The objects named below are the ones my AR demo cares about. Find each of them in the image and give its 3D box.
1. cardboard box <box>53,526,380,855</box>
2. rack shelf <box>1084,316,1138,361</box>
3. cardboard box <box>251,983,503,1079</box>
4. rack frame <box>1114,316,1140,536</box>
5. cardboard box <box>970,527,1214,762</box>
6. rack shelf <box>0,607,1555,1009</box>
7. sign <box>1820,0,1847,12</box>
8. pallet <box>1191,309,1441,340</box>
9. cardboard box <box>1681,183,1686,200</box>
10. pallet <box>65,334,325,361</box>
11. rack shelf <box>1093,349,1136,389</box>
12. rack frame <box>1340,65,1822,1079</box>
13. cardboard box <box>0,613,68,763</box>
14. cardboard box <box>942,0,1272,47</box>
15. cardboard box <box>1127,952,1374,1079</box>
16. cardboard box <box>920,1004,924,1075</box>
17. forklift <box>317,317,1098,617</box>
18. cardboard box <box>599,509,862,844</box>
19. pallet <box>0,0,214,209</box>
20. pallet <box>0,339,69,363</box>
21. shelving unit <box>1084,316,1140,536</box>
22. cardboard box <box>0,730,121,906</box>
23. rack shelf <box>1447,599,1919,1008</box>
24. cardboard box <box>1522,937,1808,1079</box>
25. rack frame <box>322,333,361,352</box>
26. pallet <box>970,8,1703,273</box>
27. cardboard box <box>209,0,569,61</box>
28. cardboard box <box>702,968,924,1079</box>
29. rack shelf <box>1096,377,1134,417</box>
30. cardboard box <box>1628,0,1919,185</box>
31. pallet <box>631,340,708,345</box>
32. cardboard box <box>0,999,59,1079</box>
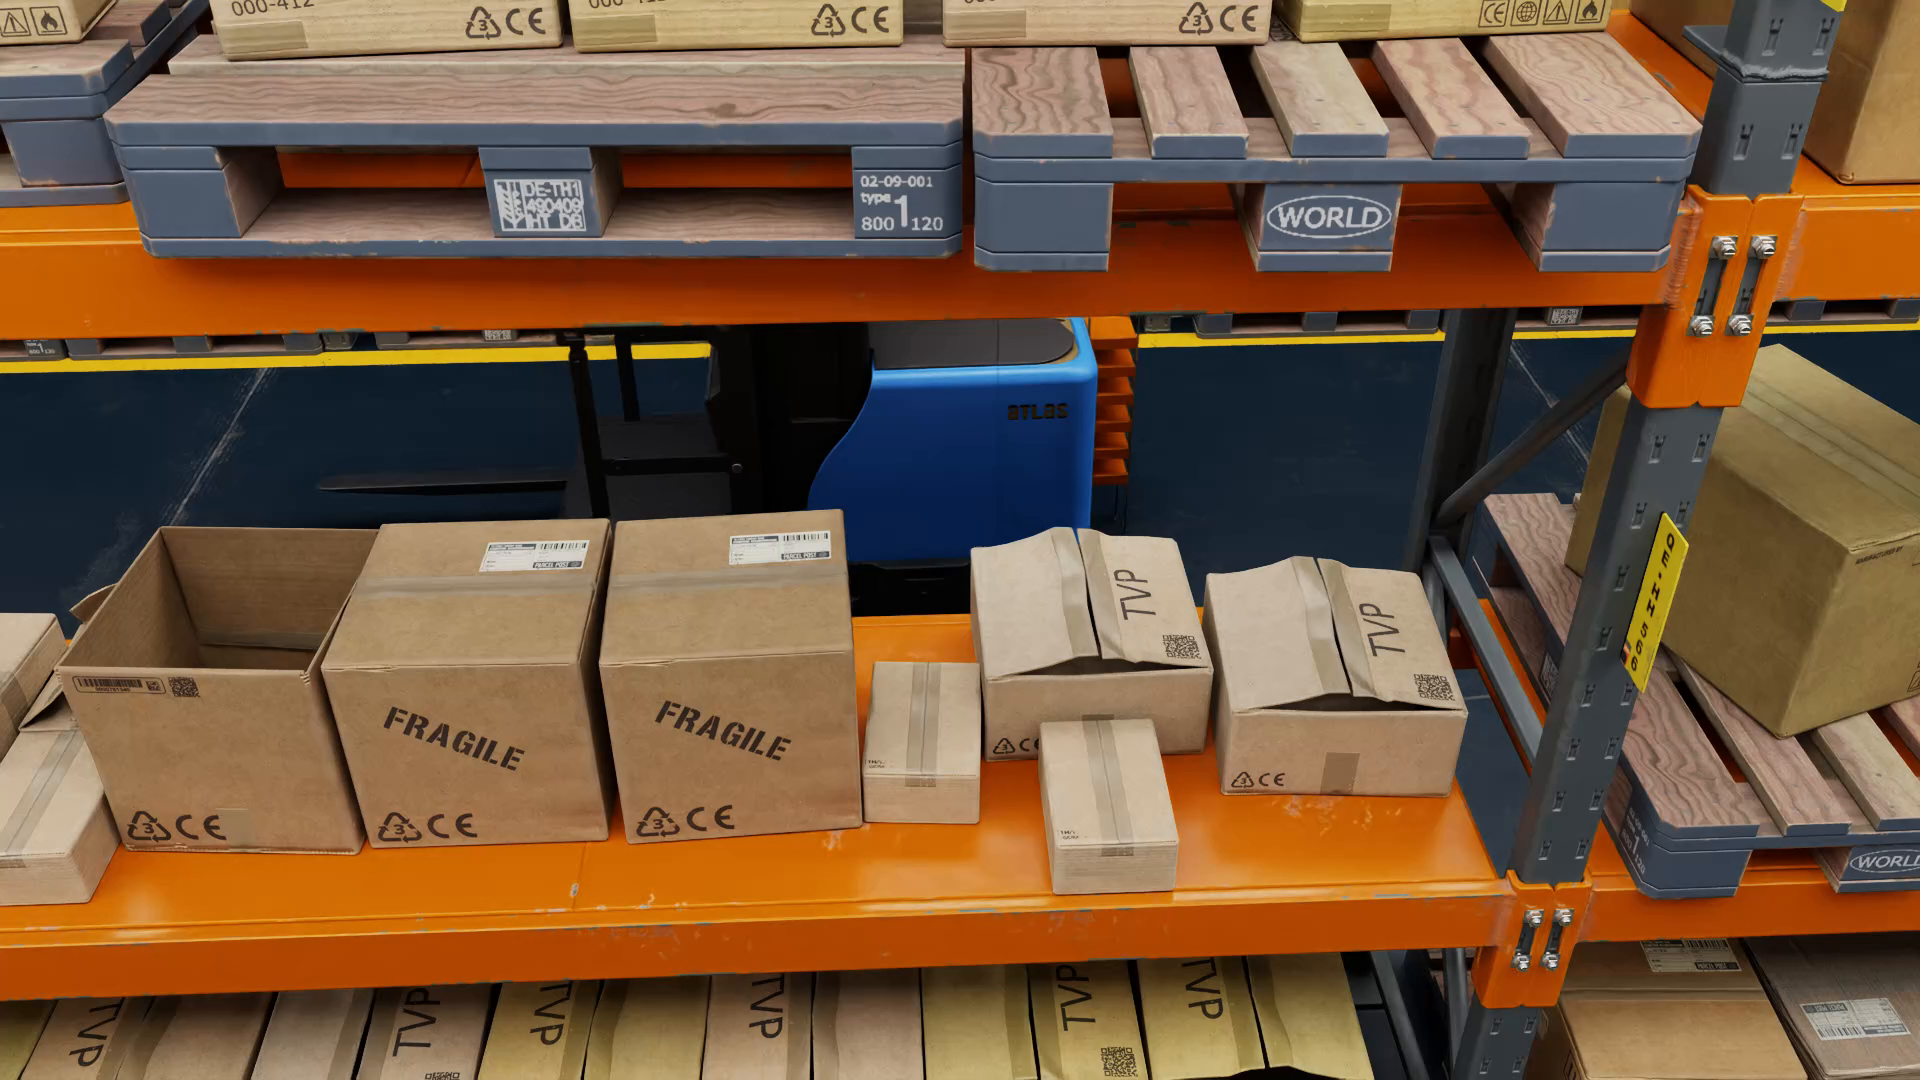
[{"bbox_3d":[-1.509,0.316,3.570,0.500,0.500,0.500,1,35,1],"label":"cardboard box"},{"bbox_3d":[0.559,-0.776,6.262,0.180,0.103,0.258,-2,35,-3],"label":"rack shelf"},{"bbox_3d":[-1.361,1.215,3.912,0.500,0.311,0.500,-3,35,-4],"label":"cardboard box"},{"bbox_3d":[0.650,-0.520,6.447,0.006,1.200,0.240,-2,35,-3],"label":"rack frame"},{"bbox_3d":[0.290,0.226,3.866,0.500,0.311,0.500,-2,35,-3],"label":"cardboard box"},{"bbox_3d":[-0.805,0.625,3.844,4.000,0.370,1.077,-2,35,-2],"label":"rack shelf"},{"bbox_3d":[1.211,-0.888,2.237,0.005,0.325,0.100,-2,35,-2],"label":"sign"},{"bbox_3d":[1.745,-1.373,8.548,1.213,0.211,1.003,-2,35,-2],"label":"pallet"},{"bbox_3d":[3.419,-1.820,8.264,0.750,0.750,0.750,-1,35,-1],"label":"cardboard box"},{"bbox_3d":[-3.710,-1.248,8.368,1.213,0.211,1.003,-2,35,-2],"label":"pallet"},{"bbox_3d":[0.559,-0.677,6.330,0.180,0.103,0.258,-2,35,-3],"label":"rack shelf"},{"bbox_3d":[1.193,0.275,3.717,0.127,3.000,1.000,-2,35,-2],"label":"rack frame"},{"bbox_3d":[-2.313,0.406,3.659,0.500,0.250,0.500,1,35,1],"label":"cardboard box"},{"bbox_3d":[0.219,-1.001,2.687,0.500,0.250,0.500,-1,35,-1],"label":"cardboard box"},{"bbox_3d":[0.681,1.156,3.998,0.500,0.311,0.500,-1,35,-1],"label":"cardboard box"},{"bbox_3d":[-0.339,1.413,4.119,0.500,0.250,0.500,-1,35,-1],"label":"cardboard box"},{"bbox_3d":[-1.046,-1.135,5.814,3.031,2.935,1.130,-2,35,-3],"label":"forklift"},{"bbox_3d":[-0.483,0.288,3.610,0.500,0.500,0.500,-3,35,-5],"label":"cardboard box"},{"bbox_3d":[-1.923,-0.803,2.807,1.217,0.209,0.805,-3,35,-4],"label":"pallet"},{"bbox_3d":[-4.932,-1.214,8.318,1.213,0.211,1.003,-2,35,-2],"label":"pallet"},{"bbox_3d":[0.559,-0.516,6.442,0.189,1.200,0.258,-2,35,-3],"label":"shelving unit"},{"bbox_3d":[-1.908,0.578,3.499,0.250,0.149,0.380,-2,35,-2],"label":"cardboard box"},{"bbox_3d":[3.190,0.517,3.999,4.000,0.370,1.077,-2,35,-2],"label":"rack shelf"},{"bbox_3d":[1.661,1.272,4.086,0.500,0.500,0.500,0,35,0],"label":"cardboard box"},{"bbox_3d":[-3.041,-2.433,7.630,0.127,3.000,1.000,-2,35,-2],"label":"rack frame"},{"bbox_3d":[0.519,-0.812,2.817,1.003,0.211,1.213,0,35,0],"label":"pallet"},{"bbox_3d":[-0.890,-0.978,2.655,0.500,0.250,0.500,-4,35,-6],"label":"cardboard box"},{"bbox_3d":[-0.342,1.186,3.955,0.500,0.311,0.500,-2,35,-3],"label":"cardboard box"},{"bbox_3d":[0.559,-0.578,6.399,0.180,0.103,0.258,-2,35,-3],"label":"rack shelf"},{"bbox_3d":[1.627,-1.031,2.879,0.500,0.500,0.910,-2,35,-2],"label":"cardboard box"},{"bbox_3d":[-1.042,-1.343,8.505,1.213,0.211,1.003,-2,35,-2],"label":"pallet"},{"bbox_3d":[-2.378,1.241,3.876,0.500,0.311,0.500,-1,35,-2],"label":"cardboard box"}]
